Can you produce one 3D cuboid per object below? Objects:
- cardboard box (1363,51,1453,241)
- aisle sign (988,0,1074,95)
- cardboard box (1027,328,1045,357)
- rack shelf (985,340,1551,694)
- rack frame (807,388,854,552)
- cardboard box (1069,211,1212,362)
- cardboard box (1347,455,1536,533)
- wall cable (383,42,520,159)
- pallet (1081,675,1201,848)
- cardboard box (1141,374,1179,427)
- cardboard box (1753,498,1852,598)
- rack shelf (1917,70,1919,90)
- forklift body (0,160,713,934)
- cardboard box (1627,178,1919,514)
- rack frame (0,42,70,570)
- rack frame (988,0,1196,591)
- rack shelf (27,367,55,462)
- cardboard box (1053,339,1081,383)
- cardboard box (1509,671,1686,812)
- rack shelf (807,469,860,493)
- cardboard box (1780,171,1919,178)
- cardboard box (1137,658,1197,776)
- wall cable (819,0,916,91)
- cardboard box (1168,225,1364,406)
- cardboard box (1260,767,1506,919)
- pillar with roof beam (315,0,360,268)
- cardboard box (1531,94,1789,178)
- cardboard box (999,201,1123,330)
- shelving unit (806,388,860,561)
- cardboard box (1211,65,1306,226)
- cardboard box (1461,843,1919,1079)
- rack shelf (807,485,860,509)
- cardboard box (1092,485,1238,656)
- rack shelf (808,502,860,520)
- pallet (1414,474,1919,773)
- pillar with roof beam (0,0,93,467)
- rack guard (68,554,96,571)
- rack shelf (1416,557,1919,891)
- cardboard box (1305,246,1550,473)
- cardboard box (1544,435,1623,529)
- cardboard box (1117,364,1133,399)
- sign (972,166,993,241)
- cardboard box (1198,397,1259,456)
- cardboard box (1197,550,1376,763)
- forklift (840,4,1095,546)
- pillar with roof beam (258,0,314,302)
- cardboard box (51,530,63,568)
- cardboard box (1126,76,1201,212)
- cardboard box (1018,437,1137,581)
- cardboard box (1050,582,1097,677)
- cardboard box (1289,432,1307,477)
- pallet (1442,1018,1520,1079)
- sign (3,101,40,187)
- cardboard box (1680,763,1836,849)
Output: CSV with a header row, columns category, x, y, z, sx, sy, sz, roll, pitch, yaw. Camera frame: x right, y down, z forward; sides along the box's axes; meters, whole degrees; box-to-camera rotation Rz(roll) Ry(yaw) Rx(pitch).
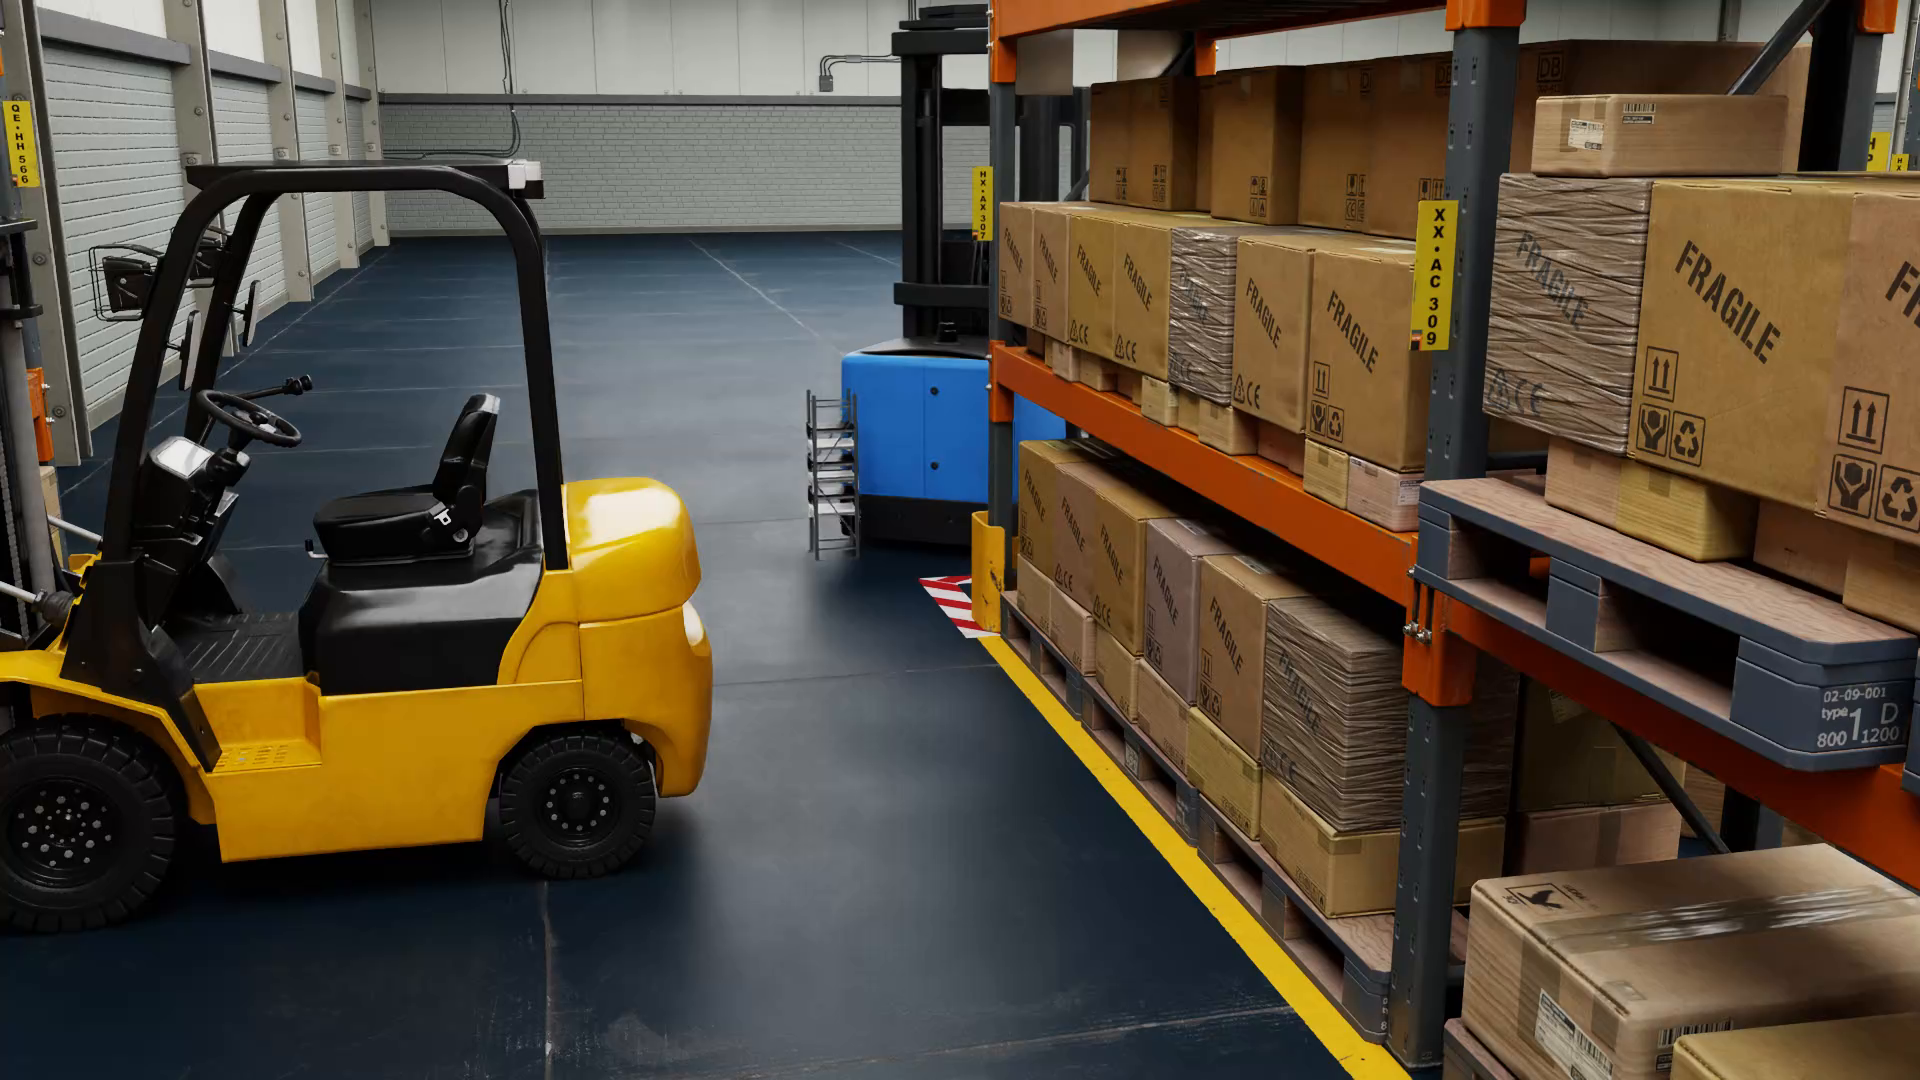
category,x,y,z,sx,sy,sz,roll,pitch,yaw
cardboard box,1.580,-1.104,4.680,0.700,0.500,0.500,-3,14,-13
aisle sign,0.316,-2.375,7.350,0.394,0.787,0.004,-3,14,-13
cardboard box,0.511,-0.903,7.333,0.380,0.149,0.250,-3,14,-13
rack shelf,1.102,-0.304,5.868,1.077,0.370,4.000,-3,14,-13
rack frame,-0.707,-0.376,9.070,0.240,0.900,0.006,-3,14,-12
cardboard box,0.719,-0.947,6.144,0.500,0.500,0.500,-4,14,-14
cardboard box,1.200,-0.127,4.157,0.380,0.149,0.250,-3,14,-14
wall cable,-11.357,-9.707,36.739,3.097,2.526,0.112,-3,14,-13
pallet,1.089,0.727,6.005,1.003,0.211,1.213,-3,14,-13
cardboard box,0.831,-0.480,5.599,0.380,0.149,0.250,-3,14,-13
cardboard box,1.585,-0.010,2.792,0.380,0.149,0.250,-2,14,-10
rack shelf,5.890,-2.061,6.736,1.077,0.370,4.000,-3,14,-13
forklift body,-1.973,-0.089,5.261,2.313,2.155,1.214,-3,14,-13
cardboard box,1.521,-0.350,2.816,0.500,0.500,0.500,-3,14,-13
rack frame,-4.192,-0.837,6.535,1.000,3.000,0.127,-3,14,-13
rack frame,0.632,-1.115,7.671,1.000,3.000,0.127,-3,14,-13
rack shelf,-3.722,-0.027,4.732,1.077,0.370,4.000,-3,14,-13
cardboard box,0.582,-0.719,6.578,0.380,0.149,0.250,-3,14,-12
cardboard box,1.695,0.424,4.700,0.500,0.500,0.500,-3,14,-11
rack shelf,-0.685,-0.320,8.981,0.258,0.077,0.200,-3,14,-12
cardboard box,1.903,-0.496,3.413,0.500,0.500,0.500,-4,14,-14
cardboard box,0.922,0.578,5.649,0.500,0.250,0.500,-3,14,-12
wall cable,-2.125,-13.393,38.118,2.305,6.003,0.169,-3,14,-13
cardboard box,0.972,-0.712,5.183,0.500,0.500,0.500,-3,14,-12
cardboard box,1.171,0.818,4.667,0.500,0.250,0.500,-3,14,-11
pillar with roof beam,-6.356,-9.317,28.604,9.100,9.000,0.400,-3,14,-13
cardboard box,1.338,-0.776,3.195,0.380,0.149,0.250,-3,14,-13
cardboard box,0.474,-1.183,7.113,0.500,0.500,0.500,-4,14,-14
shelving unit,-0.685,-0.352,8.973,0.258,0.900,0.210,-3,14,-12
cardboard box,1.278,-1.336,5.632,0.700,0.500,0.500,-3,14,-14
cardboard box,1.697,1.001,3.661,0.950,0.372,0.625,-3,14,-12
rack shelf,-0.685,-0.233,9.002,0.258,0.077,0.200,-3,14,-12
cardboard box,0.796,0.096,6.043,0.500,0.500,0.500,-3,14,-12
rack shelf,-0.685,-0.145,9.024,0.258,0.077,0.200,-3,14,-12
pallet,1.610,0.085,3.162,1.003,0.211,1.213,-3,14,-13
pillar with roof beam,-2.129,-5.165,11.607,9.100,9.000,0.400,-3,14,-13
rack guard,-4.198,0.371,6.854,1.175,0.500,0.348,-3,14,-13
rack shelf,2.041,0.619,2.091,1.077,0.370,4.000,-3,14,-13
cardboard box,1.225,-0.474,4.209,0.500,0.500,0.500,-4,14,-15
cardboard box,1.394,-0.129,3.280,0.380,0.149,0.250,-3,14,-12
cardboard box,0.796,-0.603,6.106,0.380,0.149,0.250,-3,14,-11
sign,0.105,-1.505,7.444,0.100,0.325,0.005,-3,14,-13
cardboard box,0.958,-0.362,5.116,0.380,0.149,0.250,-3,14,-14
cardboard box,1.051,0.336,5.058,0.500,0.500,0.500,-3,14,-12
forklift,0.281,-1.683,10.141,1.130,2.935,3.031,4,14,18
pillar with roof beam,-4.947,-7.933,22.938,9.100,9.000,0.400,-3,14,-13
cardboard box,-3.774,0.146,6.364,0.500,0.250,0.500,-3,14,-14
cardboard box,1.076,-1.571,6.593,0.700,0.500,0.500,-3,14,-13
cardboard box,0.559,-0.141,7.011,0.500,0.500,0.500,-4,14,-15
cardboard box,0.665,0.336,6.639,0.500,0.250,0.500,-3,14,-11
cardboard box,1.149,-0.249,4.656,0.380,0.149,0.250,-3,14,-13
pallet,1.756,1.342,3.490,1.003,0.211,1.213,-3,14,-13
sign,-3.661,-1.542,6.480,0.100,0.325,0.005,-3,14,-13
cardboard box,2.643,0.698,5.512,0.500,0.500,0.500,7,15,26
